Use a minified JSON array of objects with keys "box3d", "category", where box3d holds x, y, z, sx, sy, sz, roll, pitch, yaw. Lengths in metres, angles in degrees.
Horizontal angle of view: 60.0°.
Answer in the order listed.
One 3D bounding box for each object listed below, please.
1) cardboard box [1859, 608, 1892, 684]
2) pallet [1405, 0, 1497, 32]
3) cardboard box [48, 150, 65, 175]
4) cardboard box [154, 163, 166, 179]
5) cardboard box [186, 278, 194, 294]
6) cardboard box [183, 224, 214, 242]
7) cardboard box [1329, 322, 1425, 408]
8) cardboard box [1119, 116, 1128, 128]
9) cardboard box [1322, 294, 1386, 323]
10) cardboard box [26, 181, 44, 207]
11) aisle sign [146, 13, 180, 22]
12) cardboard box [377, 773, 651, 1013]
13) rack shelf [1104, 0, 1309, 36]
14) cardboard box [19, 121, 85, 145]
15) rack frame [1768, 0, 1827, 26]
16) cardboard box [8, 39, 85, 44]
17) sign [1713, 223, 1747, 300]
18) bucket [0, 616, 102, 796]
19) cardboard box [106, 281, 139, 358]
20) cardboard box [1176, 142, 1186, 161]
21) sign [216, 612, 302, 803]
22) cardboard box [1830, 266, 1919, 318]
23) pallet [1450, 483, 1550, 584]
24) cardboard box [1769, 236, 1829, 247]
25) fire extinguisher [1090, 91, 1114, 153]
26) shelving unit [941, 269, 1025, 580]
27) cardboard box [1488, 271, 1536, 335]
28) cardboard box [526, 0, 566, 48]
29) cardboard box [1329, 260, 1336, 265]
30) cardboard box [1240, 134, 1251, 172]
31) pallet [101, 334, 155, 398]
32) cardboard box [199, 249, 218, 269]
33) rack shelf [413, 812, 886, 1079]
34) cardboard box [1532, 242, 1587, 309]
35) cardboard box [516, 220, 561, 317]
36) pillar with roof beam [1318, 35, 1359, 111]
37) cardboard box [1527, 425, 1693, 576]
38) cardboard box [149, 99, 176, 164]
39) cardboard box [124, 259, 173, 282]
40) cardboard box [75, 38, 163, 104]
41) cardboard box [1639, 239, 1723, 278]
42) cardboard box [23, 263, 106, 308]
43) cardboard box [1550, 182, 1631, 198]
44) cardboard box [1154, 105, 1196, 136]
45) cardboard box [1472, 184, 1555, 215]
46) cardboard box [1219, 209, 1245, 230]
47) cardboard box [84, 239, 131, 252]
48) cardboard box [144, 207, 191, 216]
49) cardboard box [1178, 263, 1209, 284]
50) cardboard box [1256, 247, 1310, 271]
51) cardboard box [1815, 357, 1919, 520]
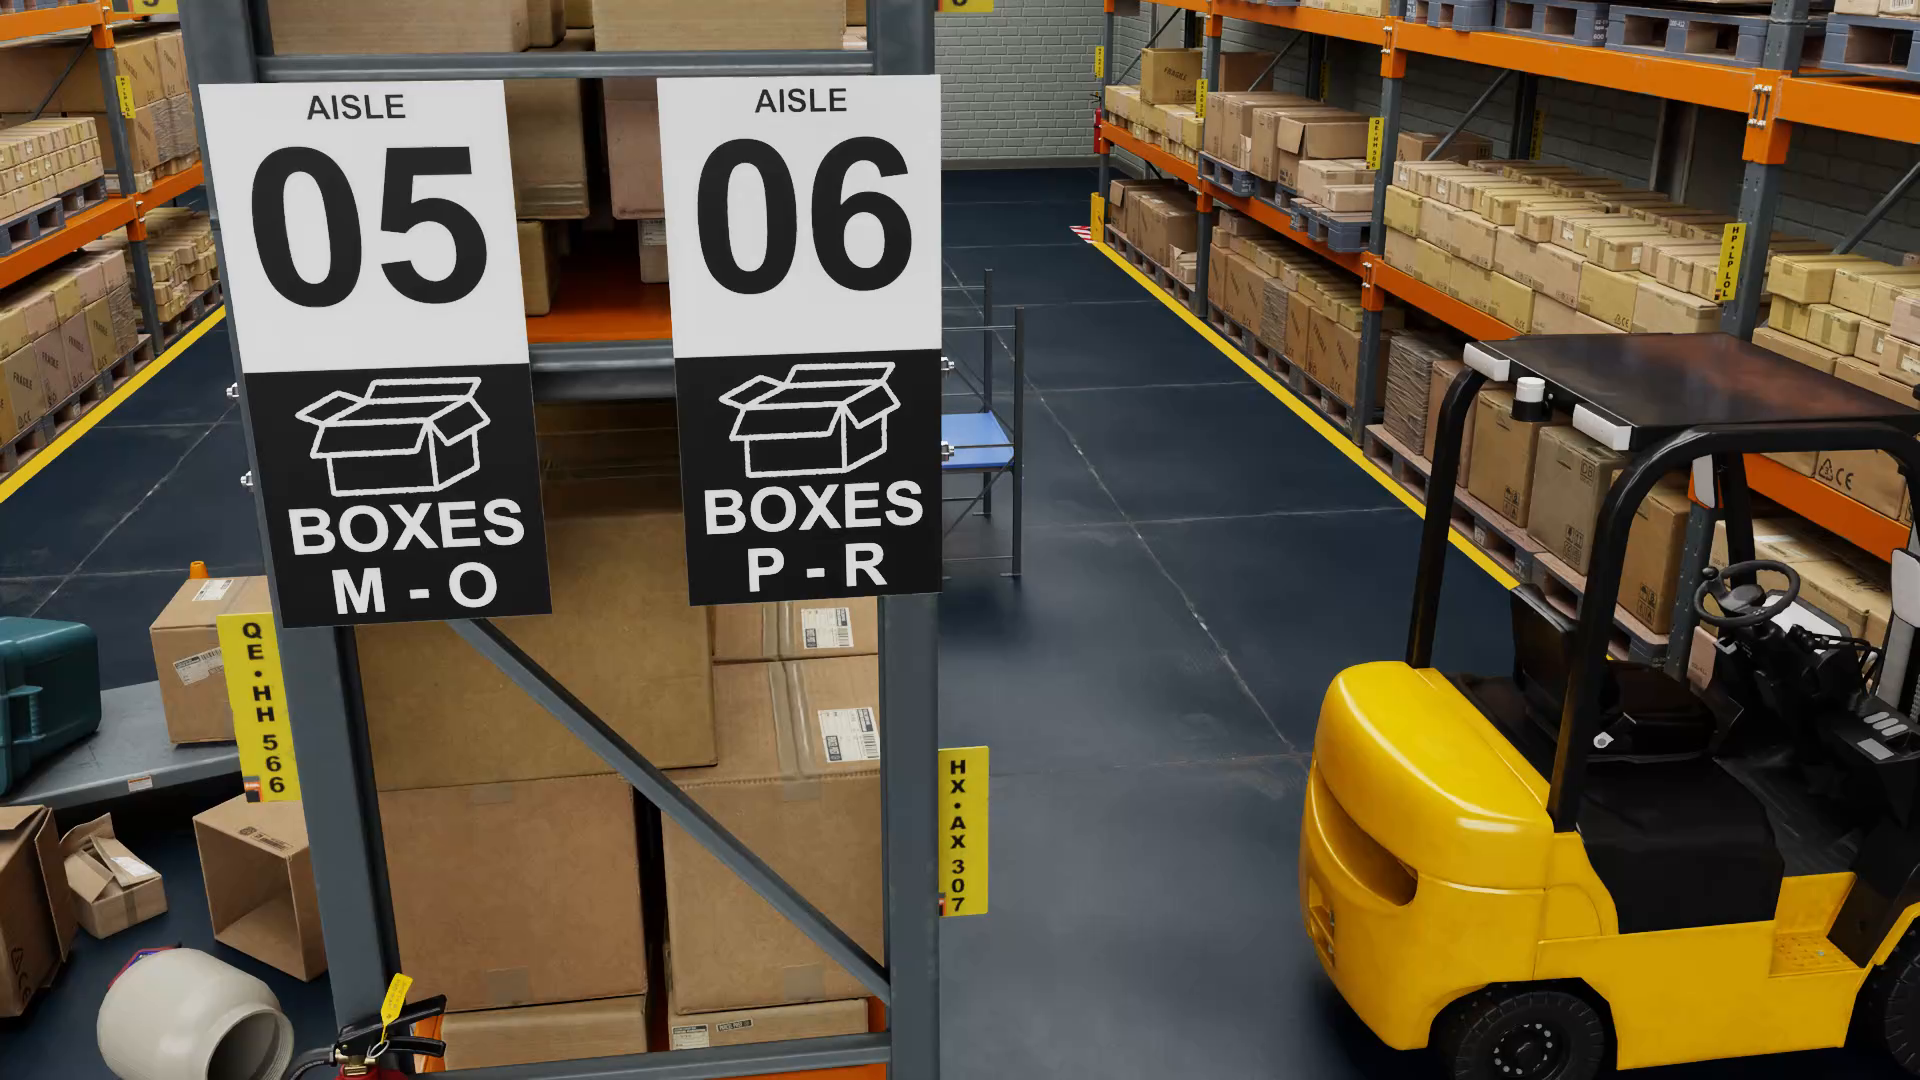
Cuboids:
[{"box3d":[3.702,0.454,6.114,0.500,0.250,0.500,-2,21,-6],"category":"cardboard box"},{"box3d":[3.406,-3.173,9.906,1.213,0.211,1.003,-2,21,-5],"category":"pallet"},{"box3d":[-6.783,-2.754,12.136,0.380,0.149,0.250,-4,21,-10],"category":"cardboard box"},{"box3d":[-7.104,-3.202,14.360,0.380,0.149,0.250,-4,21,-10],"category":"cardboard box"},{"box3d":[-7.172,-2.291,15.037,0.380,0.149,0.250,-4,21,-10],"category":"cardboard box"},{"box3d":[-7.191,-2.933,15.906,0.380,0.149,0.250,-2,21,-6],"category":"cardboard box"},{"box3d":[2.946,-1.248,11.742,0.500,0.500,0.500,-2,21,-6],"category":"cardboard box"},{"box3d":[1.925,-4.525,17.904,0.380,0.149,0.250,-2,21,-6],"category":"cardboard box"},{"box3d":[2.828,-1.667,11.938,0.380,0.149,0.250,-4,21,-11],"category":"cardboard box"},{"box3d":[-6.708,-2.436,11.709,0.380,0.149,0.250,-2,21,-5],"category":"cardboard box"},{"box3d":[-8.036,-5.548,16.567,0.394,0.787,0.004,-3,21,-8],"category":"aisle sign"},{"box3d":[-0.889,0.575,3.321,0.500,0.500,0.500,-3,21,-9],"category":"cardboard box"},{"box3d":[2.355,-5.232,16.178,1.077,0.370,4.000,-3,21,-8],"category":"rack shelf"},{"box3d":[-6.861,-3.071,12.559,0.380,0.149,0.250,-4,21,-9],"category":"cardboard box"},{"box3d":[3.796,-3.512,6.257,1.000,3.000,0.127,-3,21,-8],"category":"rack frame"},{"box3d":[-7.567,-3.917,13.920,0.500,0.500,0.500,-4,21,-9],"category":"cardboard box"},{"box3d":[3.261,-1.176,7.036,0.100,0.325,0.005,-3,21,-8],"category":"sign"},{"box3d":[-3.698,0.587,6.363,0.726,0.611,0.620,4,11,11],"category":"bucket"},{"box3d":[-6.796,-1.717,12.999,0.500,0.500,0.500,-3,21,-9],"category":"cardboard box"},{"box3d":[2.227,-3.629,15.505,0.380,0.149,0.250,-2,21,-6],"category":"cardboard box"},{"box3d":[-1.091,0.266,2.611,0.100,0.325,0.005,-3,21,-8],"category":"sign"},{"box3d":[3.693,-0.981,6.560,0.380,0.149,0.250,-3,21,-7],"category":"cardboard box"},{"box3d":[3.472,-0.072,9.606,1.003,0.211,1.213,-3,21,-8],"category":"pallet"},{"box3d":[3.936,-1.367,8.018,0.380,0.149,0.250,-3,21,-8],"category":"cardboard box"},{"box3d":[1.588,-4.673,18.584,0.296,0.674,0.183,-3,21,-8],"category":"fire extinguisher"},{"box3d":[0.012,-0.673,9.375,0.538,1.500,1.048,-3,21,-8],"category":"shelving unit"},{"box3d":[3.264,-1.318,9.172,0.500,0.250,0.500,-2,21,-6],"category":"cardboard box"},{"box3d":[-0.879,-0.919,2.823,0.380,0.149,0.250,-3,21,-7],"category":"cardboard box"},{"box3d":[3.210,-2.242,13.477,0.380,0.149,0.250,-3,21,-7],"category":"cardboard box"},{"box3d":[2.464,-3.105,13.333,0.396,0.266,0.258,-2,21,-5],"category":"cardboard box"},{"box3d":[-7.038,-1.359,13.053,1.003,0.211,1.213,-3,21,-8],"category":"pallet"},{"box3d":[-7.120,-2.610,15.466,0.380,0.149,0.250,-3,21,-7],"category":"cardboard box"},{"box3d":[-0.827,0.580,4.905,1.077,0.370,4.000,-3,21,-8],"category":"rack shelf"},{"box3d":[3.323,-1.377,8.617,0.500,0.250,0.500,-3,21,-7],"category":"cardboard box"},{"box3d":[-0.867,-0.462,2.737,0.380,0.149,0.250,-3,21,-8],"category":"cardboard box"},{"box3d":[-0.825,-6.351,13.859,9.100,9.000,0.400,-3,21,-8],"category":"pillar with roof beam"},{"box3d":[3.606,-0.235,8.851,0.875,0.625,0.625,-3,21,-8],"category":"cardboard box"},{"box3d":[-7.053,-3.476,14.168,0.500,0.500,0.500,-3,21,-8],"category":"cardboard box"},{"box3d":[-6.978,-2.303,14.219,0.380,0.149,0.250,-2,21,-5],"category":"cardboard box"},{"box3d":[-7.066,-3.937,13.972,0.500,0.500,0.500,-4,21,-9],"category":"cardboard box"},{"box3d":[3.489,-1.335,7.933,0.380,0.149,0.250,-3,21,-8],"category":"cardboard box"},{"box3d":[-6.734,-1.888,12.385,0.500,0.250,0.500,-2,21,-5],"category":"cardboard box"},{"box3d":[3.657,-1.981,9.663,0.380,0.149,0.250,-3,21,-8],"category":"cardboard box"},{"box3d":[2.183,-4.050,16.063,0.500,0.250,0.500,-3,21,-8],"category":"cardboard box"},{"box3d":[3.192,-1.956,9.597,0.380,0.149,0.250,-3,21,-7],"category":"cardboard box"},{"box3d":[2.491,-2.806,14.561,0.380,0.149,0.250,-3,21,-9],"category":"cardboard box"},{"box3d":[-7.722,-2.633,15.102,0.380,0.149,0.250,-4,21,-10],"category":"cardboard box"},{"box3d":[-7.989,-3.261,16.785,0.380,0.149,0.250,-4,21,-10],"category":"cardboard box"},{"box3d":[2.272,-2.511,15.625,0.380,0.149,0.250,-4,21,-9],"category":"cardboard box"},{"box3d":[2.648,-2.300,13.633,0.380,0.149,0.250,-3,21,-8],"category":"cardboard box"},{"box3d":[3.693,-0.402,6.362,0.500,0.500,0.500,-3,21,-7],"category":"cardboard box"}]
